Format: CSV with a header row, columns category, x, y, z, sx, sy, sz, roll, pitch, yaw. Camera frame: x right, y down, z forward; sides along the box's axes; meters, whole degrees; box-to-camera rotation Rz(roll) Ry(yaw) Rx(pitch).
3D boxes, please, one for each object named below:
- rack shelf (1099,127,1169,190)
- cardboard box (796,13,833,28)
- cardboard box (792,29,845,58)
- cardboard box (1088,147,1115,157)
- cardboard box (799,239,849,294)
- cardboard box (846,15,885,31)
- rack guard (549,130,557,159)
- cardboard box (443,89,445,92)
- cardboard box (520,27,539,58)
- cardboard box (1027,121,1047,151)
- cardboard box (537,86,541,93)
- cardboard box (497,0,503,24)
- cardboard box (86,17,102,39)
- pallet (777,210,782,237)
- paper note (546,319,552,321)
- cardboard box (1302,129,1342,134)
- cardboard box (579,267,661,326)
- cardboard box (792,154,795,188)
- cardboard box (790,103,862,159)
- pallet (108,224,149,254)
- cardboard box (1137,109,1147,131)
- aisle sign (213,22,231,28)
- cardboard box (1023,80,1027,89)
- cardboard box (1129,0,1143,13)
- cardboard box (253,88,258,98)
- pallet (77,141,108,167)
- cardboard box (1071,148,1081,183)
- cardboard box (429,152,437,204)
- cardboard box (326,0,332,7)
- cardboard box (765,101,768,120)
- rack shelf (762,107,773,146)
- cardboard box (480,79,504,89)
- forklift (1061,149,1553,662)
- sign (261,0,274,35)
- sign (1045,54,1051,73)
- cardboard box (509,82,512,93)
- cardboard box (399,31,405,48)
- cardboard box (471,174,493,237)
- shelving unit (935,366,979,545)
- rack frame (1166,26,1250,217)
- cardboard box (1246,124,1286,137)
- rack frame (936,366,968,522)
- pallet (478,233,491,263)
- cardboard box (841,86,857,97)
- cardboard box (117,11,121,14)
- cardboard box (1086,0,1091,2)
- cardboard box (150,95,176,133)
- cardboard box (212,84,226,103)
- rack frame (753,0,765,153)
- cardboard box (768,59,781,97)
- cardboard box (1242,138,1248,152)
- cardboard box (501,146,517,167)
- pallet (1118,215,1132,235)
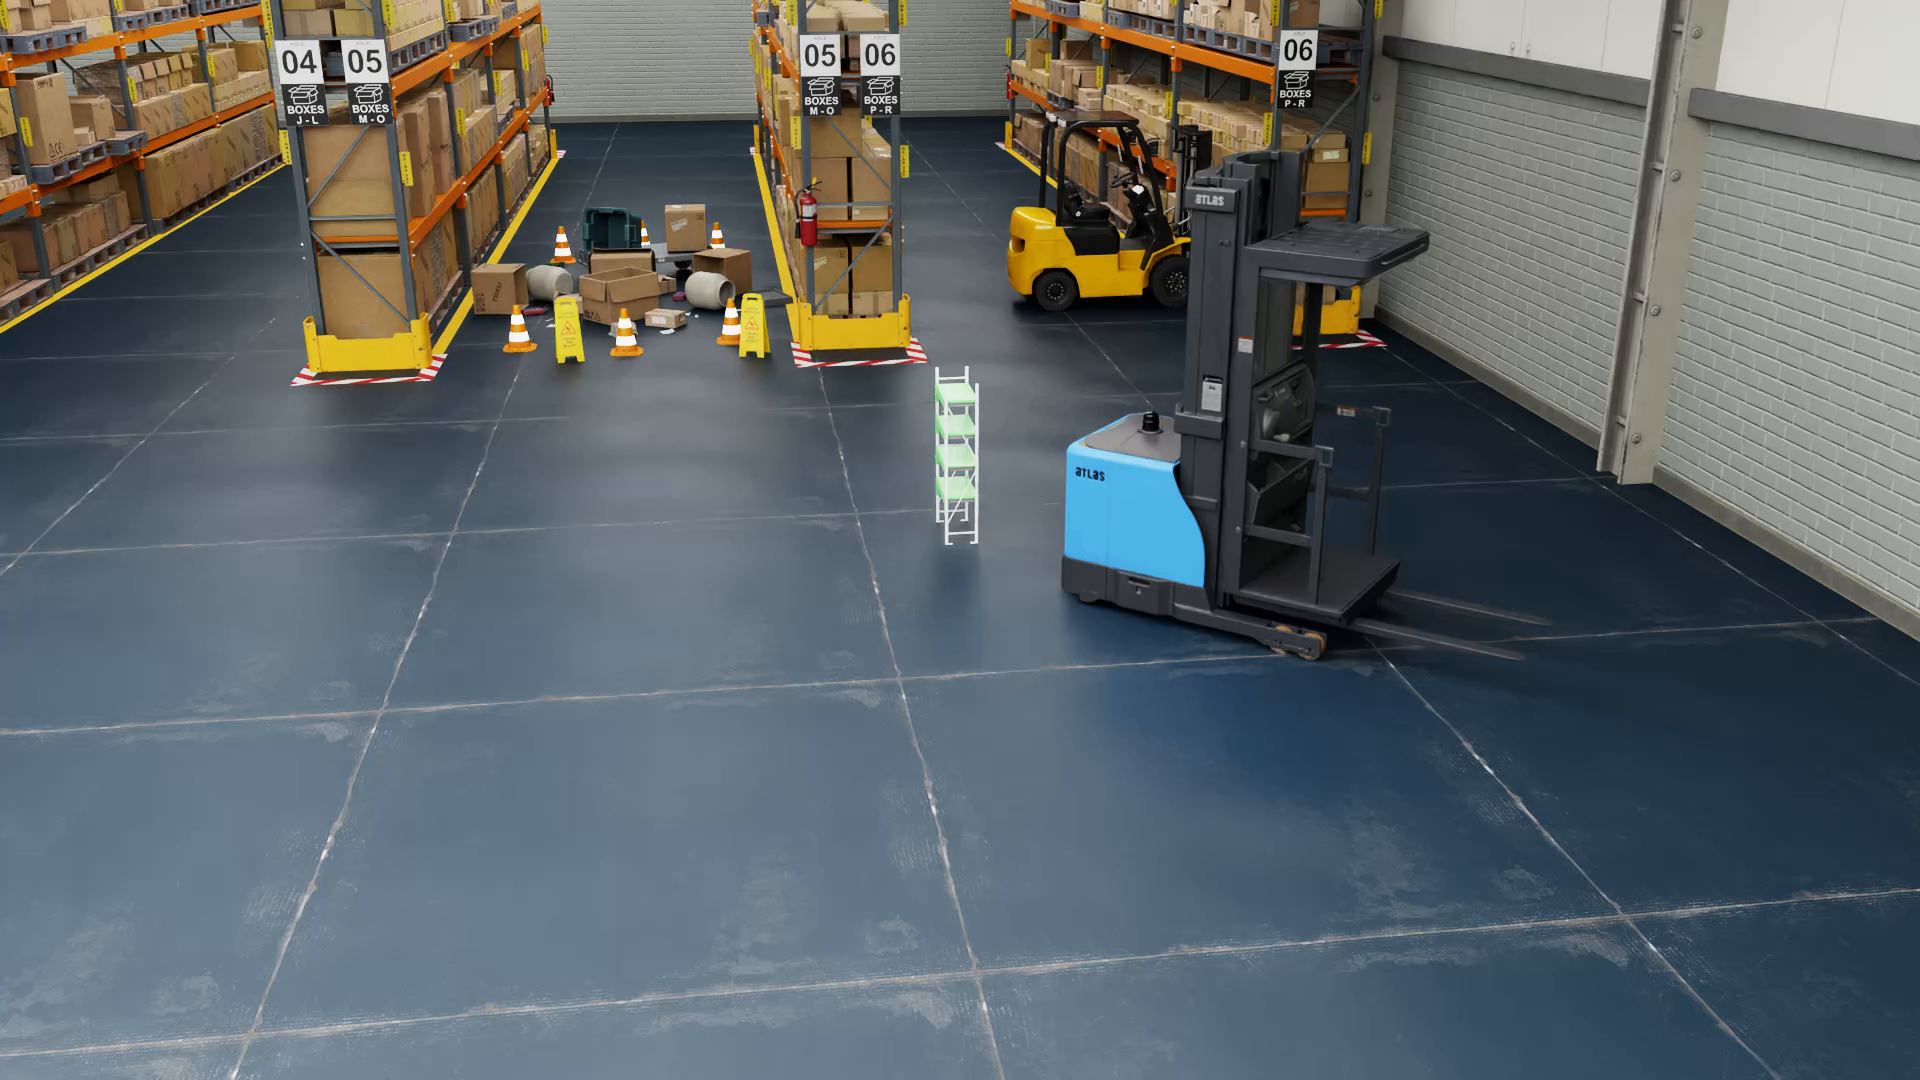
category,x,y,z,sx,sy,sz,roll,pitch,yaw
rack shelf,2.930,-5.462,23.580,1.077,0.370,4.000,-3,21,-8
cardboard box,-1.512,-5.412,17.350,0.380,0.149,0.250,-3,21,-8
cardboard box,-1.457,-5.108,17.106,0.500,0.250,0.500,-3,21,-8
cardboard box,2.255,-6.165,26.481,0.380,0.149,0.250,-4,21,-10
cardboard box,-1.490,-2.994,18.203,0.500,0.500,0.500,-3,21,-7
cardboard box,-0.966,-5.264,16.955,0.380,0.149,0.250,-3,21,-8
rack guard,-8.296,-7.527,31.656,1.175,0.500,0.348,-3,21,-8
cardboard box,-6.654,-5.257,20.432,0.700,0.500,0.500,-3,21,-9
cardboard box,-7.838,-8.878,29.703,0.500,0.500,0.500,-2,21,-5
cardboard box,1.545,-7.584,31.207,0.500,0.500,0.500,-3,21,-7
cardboard box,-7.870,-8.247,30.369,0.380,0.149,0.250,-2,21,-6
cardboard box,-7.129,-7.964,24.821,0.500,0.500,0.500,-3,21,-8
cardboard box,-11.680,-6.751,21.932,0.500,0.250,0.500,-3,21,-8
pallet,-2.159,-4.663,24.398,1.003,0.211,1.213,-3,21,-8
paper note,-4.663,-2.504,18.905,0.032,0.001,0.123,8,22,20
cardboard box,3.981,-4.434,18.305,0.380,0.149,0.250,-2,21,-6
cardboard box,-3.875,-2.781,18.942,0.637,0.503,0.797,17,27,39
cardboard box,-1.604,-4.177,18.544,0.500,0.500,0.500,-3,21,-8
cardboard box,-1.406,-4.290,17.418,0.700,0.500,0.500,-3,21,-9
pallet,-11.965,-4.163,23.060,1.003,0.211,1.213,-3,21,-8
cardboard box,2.745,-5.782,22.911,0.500,0.250,0.500,-3,21,-7
aisle sign,-13.537,-9.737,30.284,0.394,0.787,0.004,-3,21,-8
cardboard box,1.401,-8.567,31.226,0.380,0.149,0.250,-4,21,-9
cardboard box,2.652,-7.571,23.027,0.500,0.500,0.500,-2,21,-6
cardboard box,-12.704,-7.932,29.524,0.380,0.149,0.250,-3,21,-9
pallet,-11.750,-4.967,21.501,1.003,0.211,1.213,-3,21,-8
cardboard box,2.135,-6.186,27.464,0.500,0.500,0.500,-4,21,-10
cardboard box,-6.273,-3.952,18.297,0.875,0.550,0.500,-3,21,-8
cardboard box,-6.456,-5.364,16.481,0.380,0.149,0.250,-3,21,-7
cardboard box,-2.847,-6.858,26.504,0.500,0.250,0.500,-3,21,-9
rack shelf,-2.558,-6.595,26.615,1.077,0.370,4.000,-3,21,-8
cardboard box,-7.252,-7.024,25.644,0.380,0.149,0.250,-3,21,-9
forklift,2.196,-0.846,10.291,3.031,2.935,1.130,13,24,30
sign,-6.539,-4.945,15.730,0.100,0.325,0.005,-3,21,-8
sign,1.529,-8.252,28.785,0.100,0.325,0.005,-3,21,-8
cardboard box,-7.405,-7.253,26.683,0.380,0.149,0.250,-2,21,-5
cardboard box,-5.806,-5.026,16.714,0.380,0.149,0.250,-3,21,-8
cardboard box,-7.025,-4.580,22.806,1.050,0.750,0.750,-3,21,-7
shelving unit,-0.024,-0.619,12.160,0.258,1.200,0.503,-3,21,-8
rack frame,3.218,-5.106,21.601,1.000,3.000,0.127,-3,21,-8
cardboard box,3.441,-4.588,18.717,0.380,0.149,0.250,-3,21,-7
rack frame,-0.059,-0.704,12.386,0.240,1.200,0.015,-3,21,-8
pallet,-6.942,-3.950,22.491,1.003,0.211,1.213,-3,21,-8
cardboard box,-1.411,-5.722,21.154,0.380,0.149,0.250,-3,21,-8
cardboard box,-12.235,-7.598,23.236,0.797,0.503,0.637,-2,21,-5
cardboard box,2.193,-8.570,26.233,0.380,0.149,0.250,-2,21,-6
cardboard box,-12.031,-6.324,24.719,0.500,0.500,0.500,-3,21,-9
cardboard box,-12.461,-7.370,27.450,0.500,0.250,0.500,-3,21,-9
rack frame,-3.423,-9.009,32.051,1.000,3.000,0.127,-3,21,-8
cardboard box,-2.603,-6.921,24.886,0.500,0.500,0.500,-3,21,-9
cardboard box,3.400,-4.444,18.758,0.380,0.149,0.250,-3,21,-8
cardboard box,-7.145,-5.930,25.708,0.500,0.250,0.500,-3,21,-7
pallet,2.894,-4.476,23.900,1.003,0.211,1.213,-3,21,-8
